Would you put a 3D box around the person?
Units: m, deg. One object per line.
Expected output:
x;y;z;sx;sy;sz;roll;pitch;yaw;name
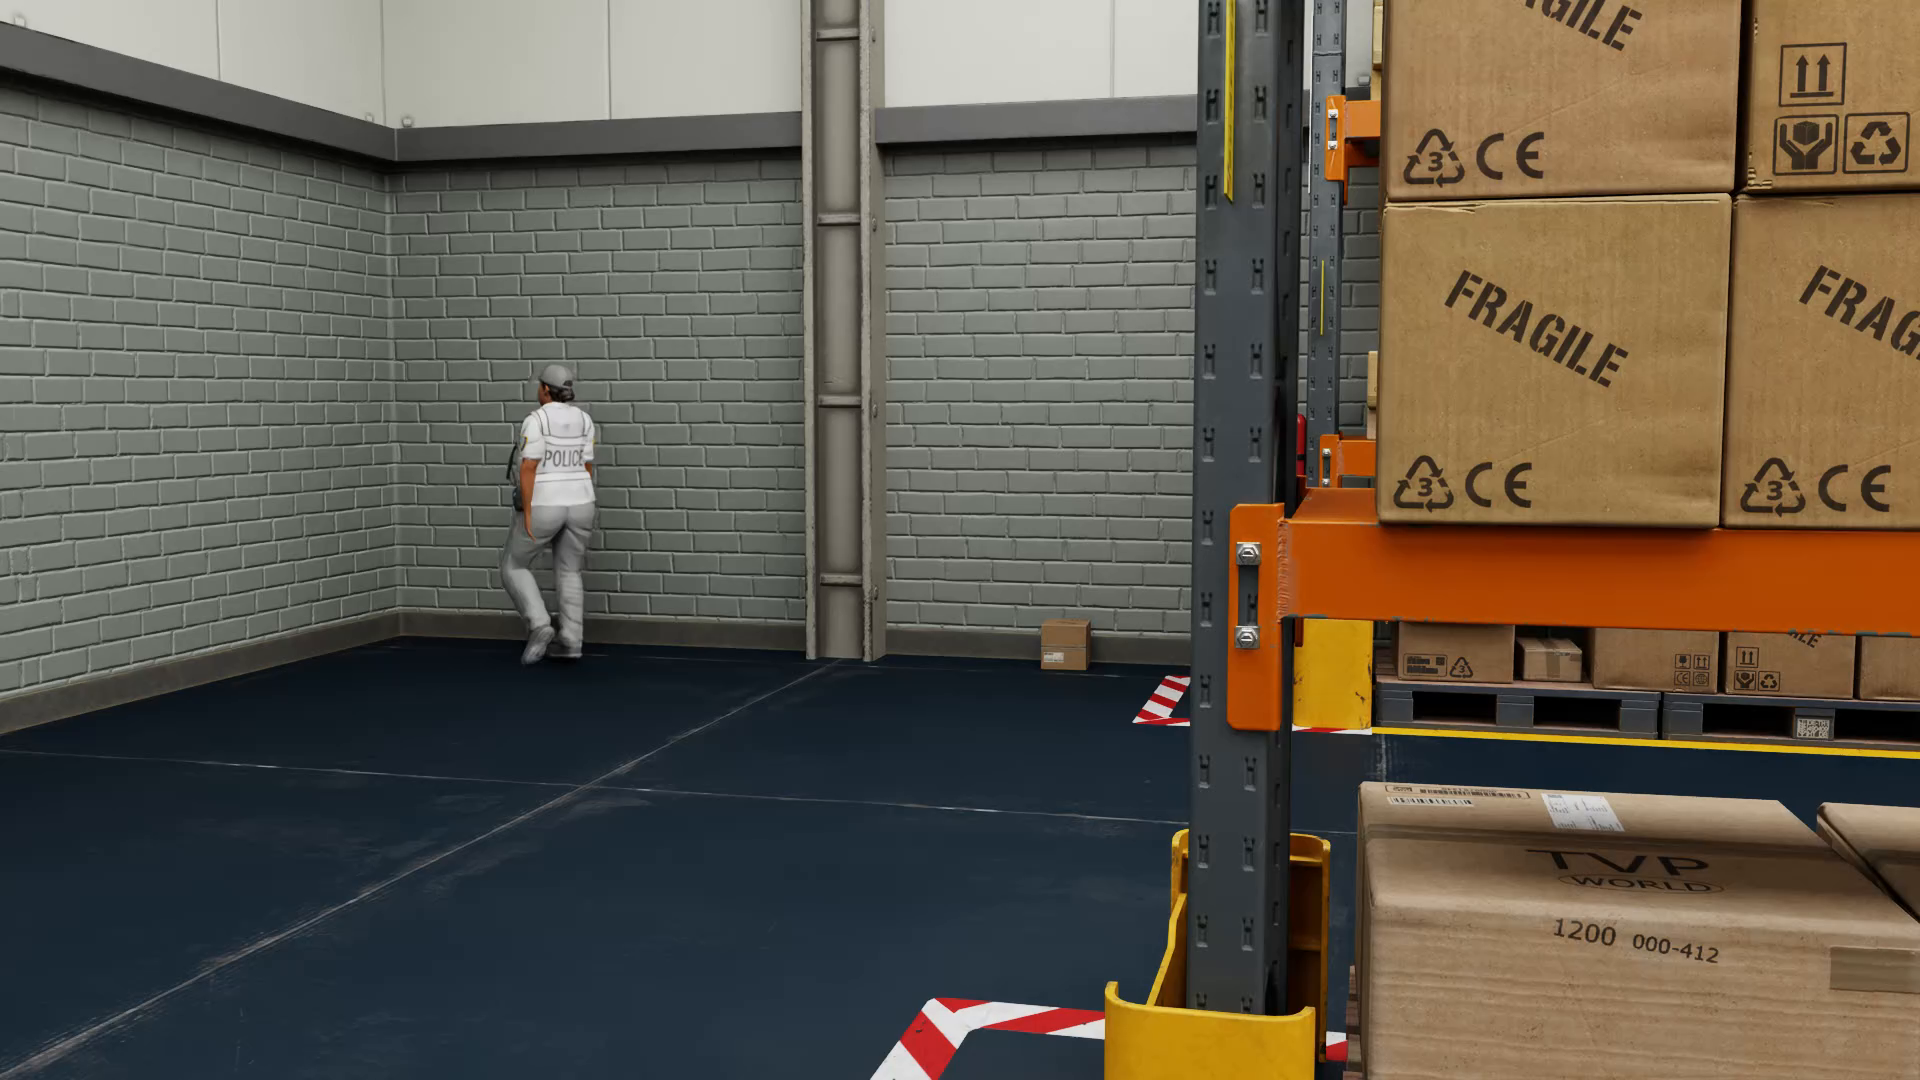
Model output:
-2.293;-0.143;9.339;0.481;1.686;0.445;-5;7;-42;person
